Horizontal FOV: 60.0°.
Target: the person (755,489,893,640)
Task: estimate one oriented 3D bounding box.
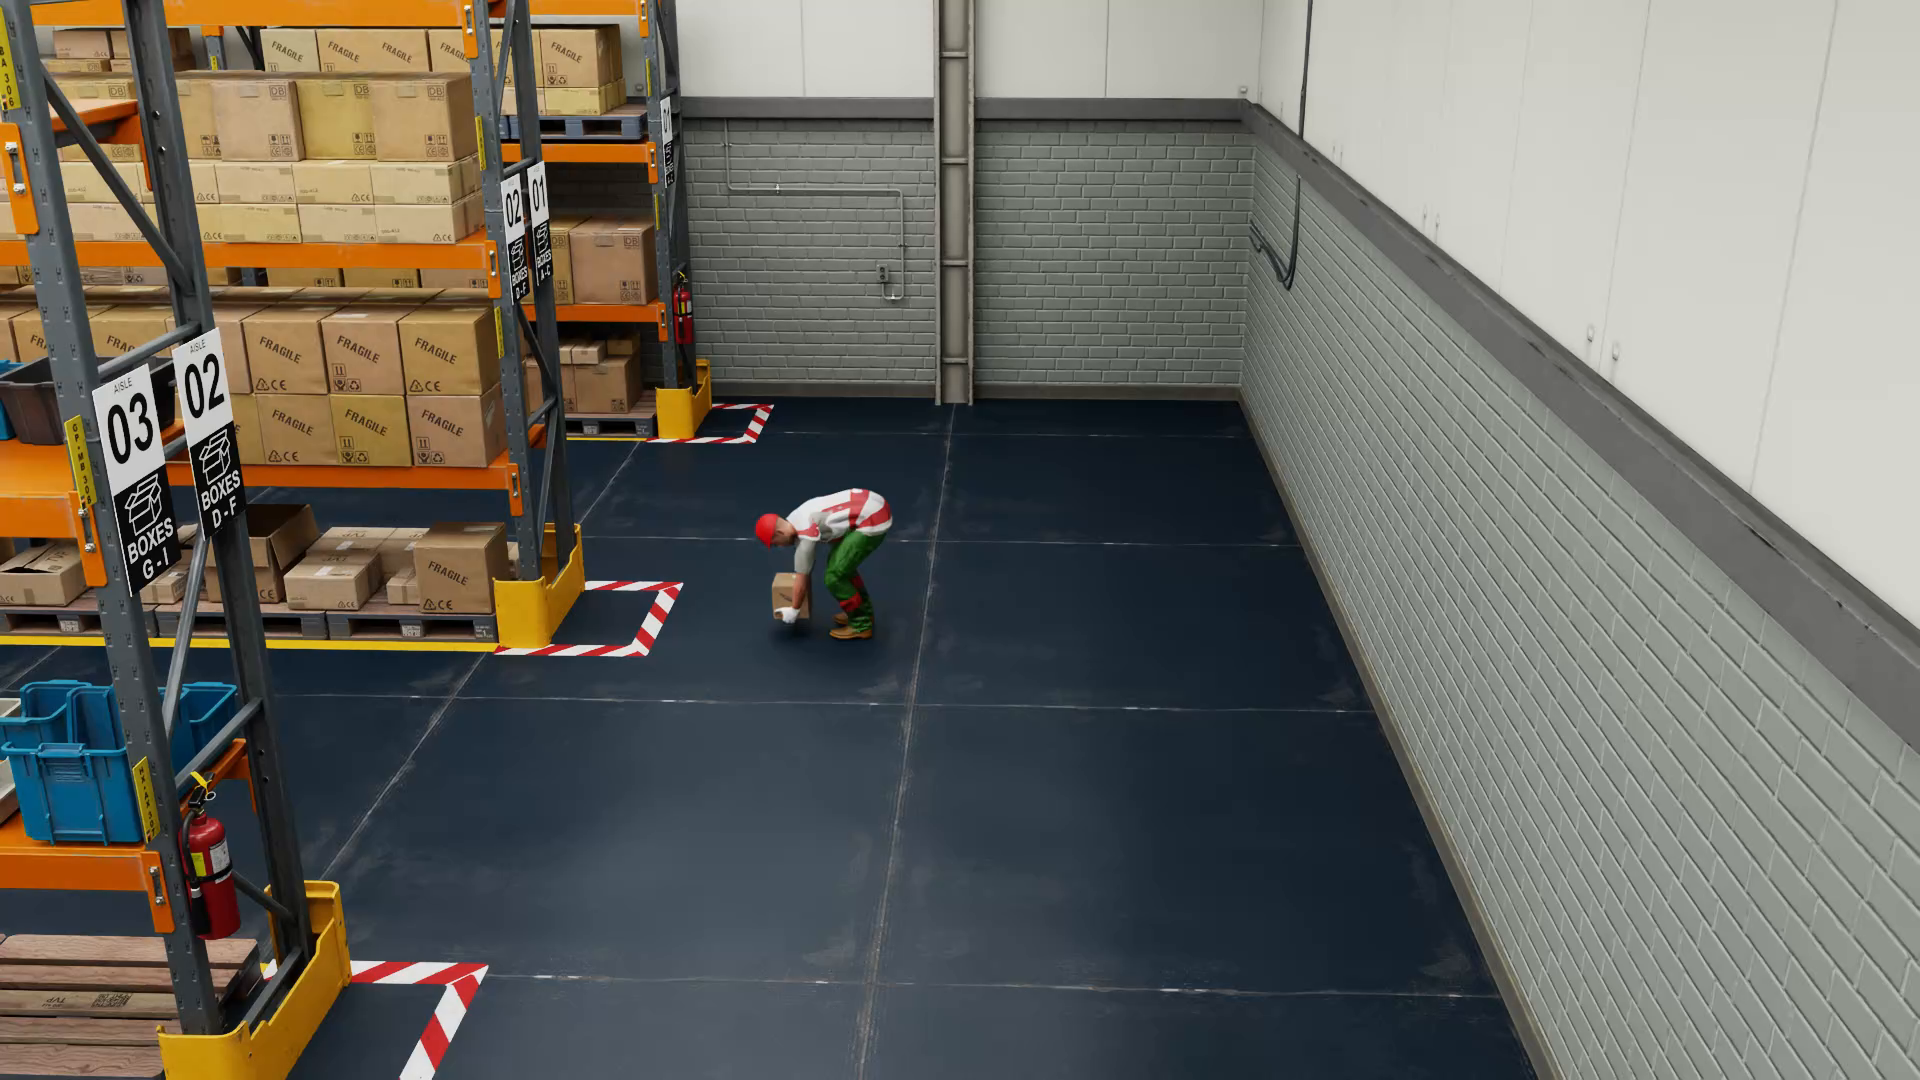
[{"bbox_3d":[-0.947,0.157,11.687,0.957,1.037,0.522,0,21,-1],"label":"person"}]
